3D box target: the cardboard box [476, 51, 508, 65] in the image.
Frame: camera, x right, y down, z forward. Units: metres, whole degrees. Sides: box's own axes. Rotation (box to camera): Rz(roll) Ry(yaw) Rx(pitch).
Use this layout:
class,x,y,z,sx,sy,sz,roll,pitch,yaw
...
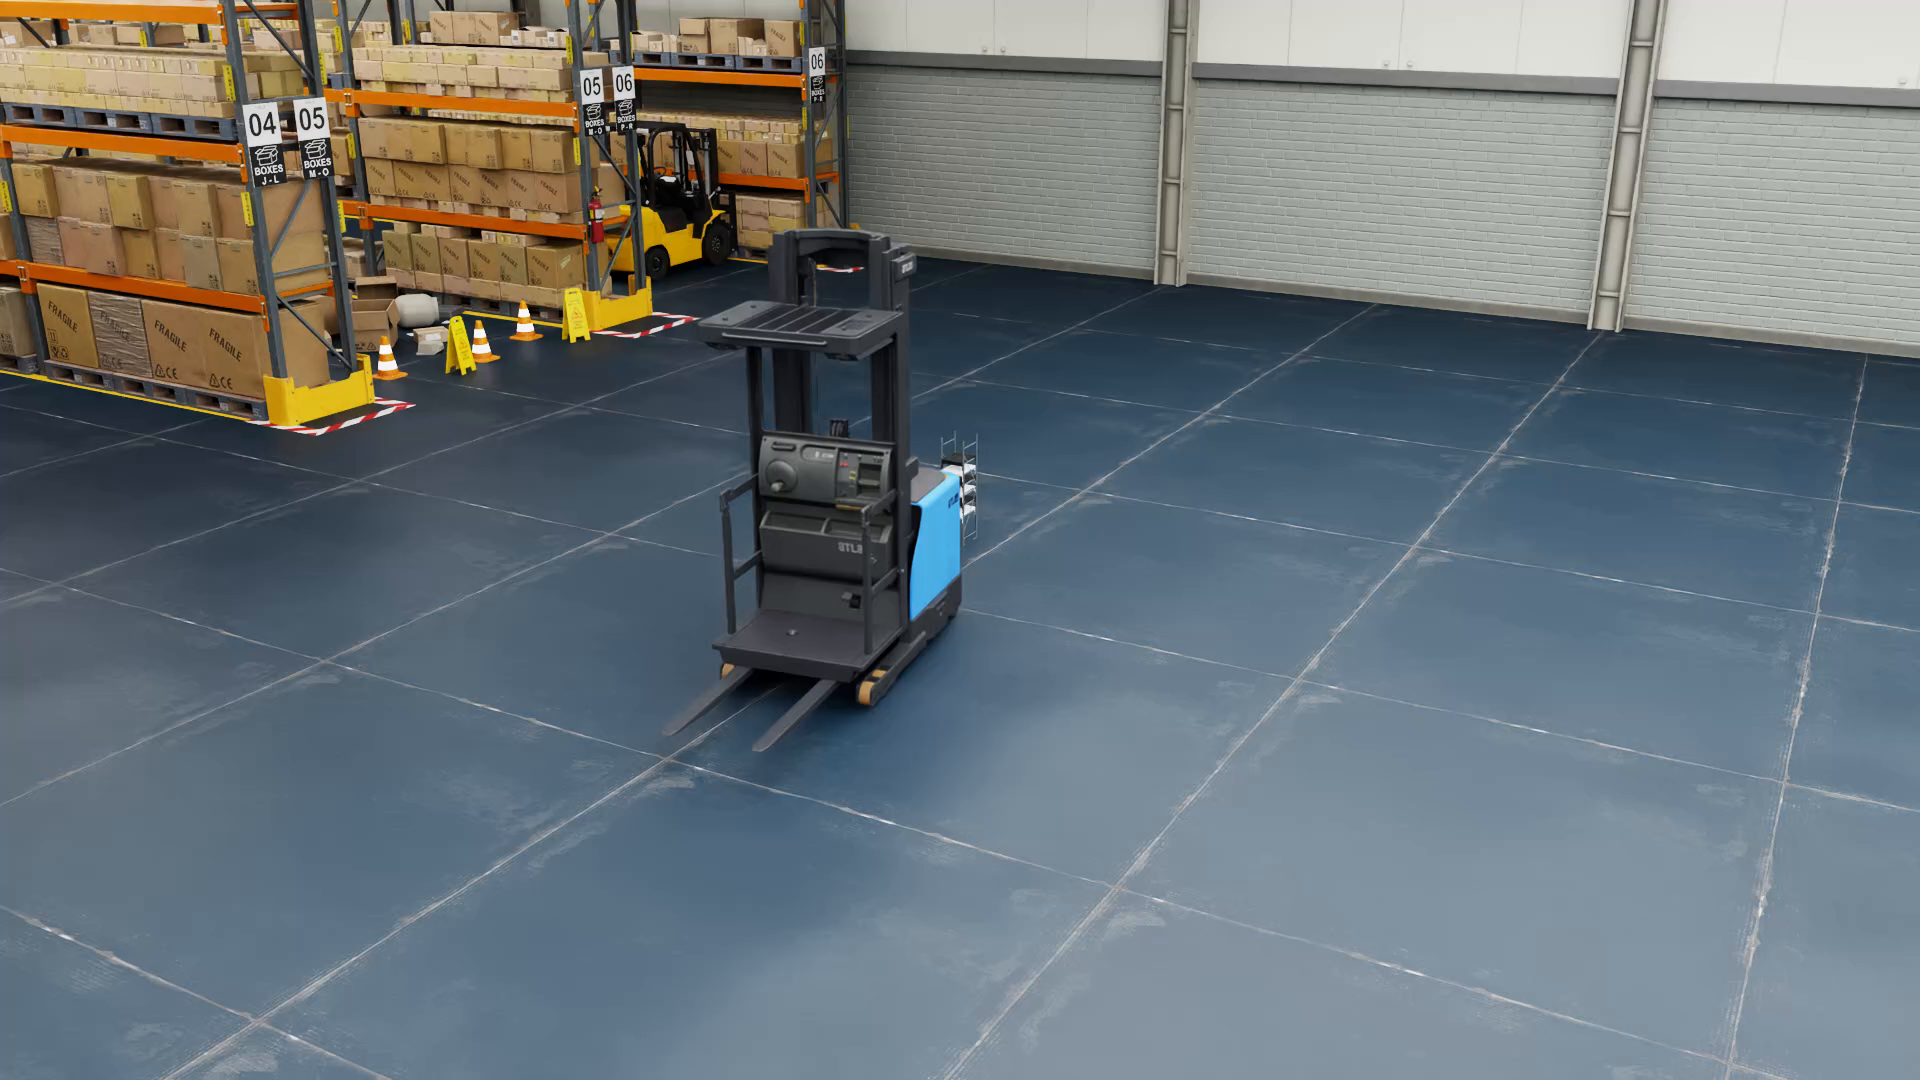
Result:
class,x,y,z,sx,sy,sz,roll,pitch,yaw
cardboard box,-5.937,-6.143,21.201,0.250,0.149,0.380,10,22,26

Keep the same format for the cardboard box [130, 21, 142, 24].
class,x,y,z,sx,sy,sz,roll,pitch,yaw
cardboard box,-15.289,-9.880,31.354,0.500,0.250,0.500,11,22,27

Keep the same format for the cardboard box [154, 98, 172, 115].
class,x,y,z,sx,sy,sz,roll,pitch,yaw
cardboard box,-7.884,-4.392,16.781,0.250,0.149,0.380,11,23,28

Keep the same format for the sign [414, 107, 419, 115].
class,x,y,z,sx,sy,sz,roll,pitch,yaw
sign,-9.261,-7.417,28.333,0.005,0.325,0.100,11,23,27

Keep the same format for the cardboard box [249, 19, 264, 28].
class,x,y,z,sx,sy,sz,roll,pitch,yaw
cardboard box,-12.450,-9.235,29.695,0.250,0.149,0.380,12,23,29

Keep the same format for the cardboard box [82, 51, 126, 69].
class,x,y,z,sx,sy,sz,roll,pitch,yaw
cardboard box,-8.776,-4.936,17.112,0.250,0.149,0.380,11,23,27

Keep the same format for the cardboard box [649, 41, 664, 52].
class,x,y,z,sx,sy,sz,roll,pitch,yaw
cardboard box,-4.598,-7.652,25.768,0.250,0.149,0.380,12,23,29

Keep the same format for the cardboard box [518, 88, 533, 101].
class,x,y,z,sx,sy,sz,roll,pitch,yaw
cardboard box,-5.334,-5.619,20.926,0.250,0.149,0.380,12,23,29

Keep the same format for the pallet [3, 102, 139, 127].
class,x,y,z,sx,sy,sz,roll,pitch,yaw
pallet,-9.547,-4.669,18.068,1.213,0.211,1.003,11,23,27

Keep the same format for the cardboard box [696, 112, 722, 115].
class,x,y,z,sx,sy,sz,roll,pitch,yaw
cardboard box,-3.984,-6.714,26.442,0.250,0.149,0.380,11,22,27

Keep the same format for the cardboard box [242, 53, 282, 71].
class,x,y,z,sx,sy,sz,roll,pitch,yaw
cardboard box,-7.118,-4.878,16.951,0.250,0.149,0.380,11,23,28

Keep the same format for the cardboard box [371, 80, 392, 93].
class,x,y,z,sx,sy,sz,roll,pitch,yaw
cardboard box,-7.577,-6.036,22.076,0.250,0.149,0.380,11,23,27

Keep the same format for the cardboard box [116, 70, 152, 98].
class,x,y,z,sx,sy,sz,roll,pitch,yaw
cardboard box,-8.201,-4.664,16.945,0.500,0.250,0.500,11,22,27

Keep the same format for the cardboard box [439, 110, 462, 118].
class,x,y,z,sx,sy,sz,roll,pitch,yaw
cardboard box,-8.636,-7.241,28.330,0.250,0.149,0.380,11,23,28

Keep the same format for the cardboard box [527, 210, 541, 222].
class,x,y,z,sx,sy,sz,roll,pitch,yaw
cardboard box,-5.357,-4.203,21.422,0.250,0.149,0.380,10,22,26

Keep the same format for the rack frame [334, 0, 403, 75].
class,x,y,z,sx,sy,sz,roll,pitch,yaw
rack frame,-7.930,-7.750,22.034,0.127,3.000,1.000,11,23,27

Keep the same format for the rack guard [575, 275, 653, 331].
class,x,y,z,sx,sy,sz,roll,pitch,yaw
rack guard,-4.504,-3.102,21.685,0.348,0.500,1.175,11,23,27

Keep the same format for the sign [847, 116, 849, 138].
class,x,y,z,sx,sy,sz,roll,pitch,yaw
sign,-1.744,-6.352,25.590,0.005,0.325,0.100,11,23,27

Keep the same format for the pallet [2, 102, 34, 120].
class,x,y,z,sx,sy,sz,roll,pitch,yaw
pallet,-11.080,-4.898,18.849,1.217,0.209,0.805,10,22,25

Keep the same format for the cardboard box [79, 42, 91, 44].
class,x,y,z,sx,sy,sz,roll,pitch,yaw
cardboard box,-12.795,-7.264,24.675,0.258,0.266,0.396,10,22,26

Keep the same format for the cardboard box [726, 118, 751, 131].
class,x,y,z,sx,sy,sz,roll,pitch,yaw
cardboard box,-3.371,-6.373,25.500,0.250,0.149,0.380,11,23,29

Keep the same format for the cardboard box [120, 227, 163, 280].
class,x,y,z,sx,sy,sz,roll,pitch,yaw
cardboard box,-8.511,-3.184,18.025,0.500,0.550,0.875,11,23,27

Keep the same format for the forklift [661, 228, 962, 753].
class,x,y,z,sx,sy,sz,roll,pitch,yaw
forklift,-0.967,-0.447,10.798,1.130,2.935,3.031,7,21,19

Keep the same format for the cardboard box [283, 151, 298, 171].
class,x,y,z,sx,sy,sz,roll,pitch,yaw
cardboard box,-9.326,-5.492,23.409,0.500,0.500,0.500,12,23,29

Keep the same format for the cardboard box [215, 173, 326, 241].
class,x,y,z,sx,sy,sz,roll,pitch,yaw
cardboard box,-7.069,-3.426,17.107,0.550,0.550,0.875,11,23,27

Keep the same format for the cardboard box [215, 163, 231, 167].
class,x,y,z,sx,sy,sz,roll,pitch,yaw
cardboard box,-10.552,-5.397,24.097,0.250,0.149,0.380,11,23,28

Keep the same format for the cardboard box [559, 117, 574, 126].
class,x,y,z,sx,sy,sz,roll,pitch,yaw
cardboard box,-6.341,-6.845,27.238,0.250,0.149,0.380,11,23,27

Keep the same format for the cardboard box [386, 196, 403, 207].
class,x,y,z,sx,sy,sz,roll,pitch,yaw
cardboard box,-7.566,-4.637,22.619,0.250,0.149,0.380,12,23,29

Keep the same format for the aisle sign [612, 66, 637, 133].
class,x,y,z,sx,sy,sz,roll,pitch,yaw
aisle sign,-4.233,-5.569,21.006,0.004,0.787,0.394,11,23,27

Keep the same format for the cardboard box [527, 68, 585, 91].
class,x,y,z,sx,sy,sz,roll,pitch,yaw
cardboard box,-5.016,-5.749,20.700,0.500,0.250,0.500,10,22,27

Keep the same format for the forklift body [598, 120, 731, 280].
class,x,y,z,sx,sy,sz,roll,pitch,yaw
forklift body,-4.566,-5.116,24.816,1.214,2.155,2.313,11,23,27

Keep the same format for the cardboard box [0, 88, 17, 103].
class,x,y,z,sx,sy,sz,roll,pitch,yaw
cardboard box,-10.104,-4.814,17.945,0.250,0.149,0.380,10,22,26

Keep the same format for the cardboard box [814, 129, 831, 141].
class,x,y,z,sx,sy,sz,roll,pitch,yaw
cardboard box,-2.190,-6.229,25.540,0.250,0.149,0.380,10,22,26

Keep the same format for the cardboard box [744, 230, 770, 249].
class,x,y,z,sx,sy,sz,roll,pitch,yaw
cardboard box,-3.014,-4.718,25.888,0.500,0.250,0.500,11,23,27

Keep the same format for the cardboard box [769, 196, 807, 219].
class,x,y,z,sx,sy,sz,roll,pitch,yaw
cardboard box,-2.574,-5.102,25.481,0.500,0.250,0.500,12,23,29

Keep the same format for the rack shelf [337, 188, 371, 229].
class,x,y,z,sx,sy,sz,roll,pitch,yaw
rack shelf,-9.676,-4.924,24.097,4.000,0.370,1.077,11,23,27

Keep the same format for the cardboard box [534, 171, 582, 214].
class,x,y,z,sx,sy,sz,roll,pitch,yaw
cardboard box,-5.046,-4.460,21.178,0.500,0.500,0.500,10,22,26

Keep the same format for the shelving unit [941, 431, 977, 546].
class,x,y,z,sx,sy,sz,roll,pitch,yaw
shelving unit,-0.007,-0.424,13.715,0.210,0.900,0.258,11,23,27

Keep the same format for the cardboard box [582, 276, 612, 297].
class,x,y,z,sx,sy,sz,roll,pitch,yaw
cardboard box,-5.007,-3.386,22.217,0.500,0.250,0.500,11,22,27

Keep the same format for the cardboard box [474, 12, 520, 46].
class,x,y,z,sx,sy,sz,roll,pitch,yaw
cardboard box,-7.602,-8.413,27.351,0.500,0.500,0.500,11,23,29

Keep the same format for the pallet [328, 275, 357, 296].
class,x,y,z,sx,sy,sz,roll,pitch,yaw
pallet,-8.610,-3.748,23.888,1.213,0.211,1.003,11,23,27

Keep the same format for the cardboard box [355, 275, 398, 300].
class,x,y,z,sx,sy,sz,roll,pitch,yaw
cardboard box,-7.658,-3.173,21.875,0.500,0.500,0.500,-7,21,-20

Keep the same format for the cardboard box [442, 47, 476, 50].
class,x,y,z,sx,sy,sz,roll,pitch,yaw
cardboard box,-6.630,-6.440,22.022,0.250,0.149,0.380,10,22,26

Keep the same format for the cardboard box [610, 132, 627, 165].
class,x,y,z,sx,sy,sz,roll,pitch,yaw
cardboard box,-5.252,-6.304,26.698,0.500,0.500,0.500,10,22,26

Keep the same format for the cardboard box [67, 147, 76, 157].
class,x,y,z,sx,sy,sz,roll,pitch,yaw
cardboard box,-13.329,-6.014,25.533,0.500,0.250,0.500,10,22,26

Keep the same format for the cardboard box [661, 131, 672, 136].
class,x,y,z,sx,sy,sz,roll,pitch,yaw
cardboard box,-4.487,-6.444,26.133,0.250,0.149,0.380,11,22,27

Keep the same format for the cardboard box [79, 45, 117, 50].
class,x,y,z,sx,sy,sz,roll,pitch,yaw
cardboard box,-9.342,-5.301,18.118,0.250,0.149,0.380,11,23,27

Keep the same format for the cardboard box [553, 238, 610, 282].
class,x,y,z,sx,sy,sz,roll,pitch,yaw
cardboard box,-5.028,-3.742,22.100,0.500,0.500,0.500,10,22,26

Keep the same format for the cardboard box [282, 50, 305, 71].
class,x,y,z,sx,sy,sz,roll,pitch,yaw
cardboard box,-8.950,-6.607,22.885,0.500,0.250,0.500,11,23,28
